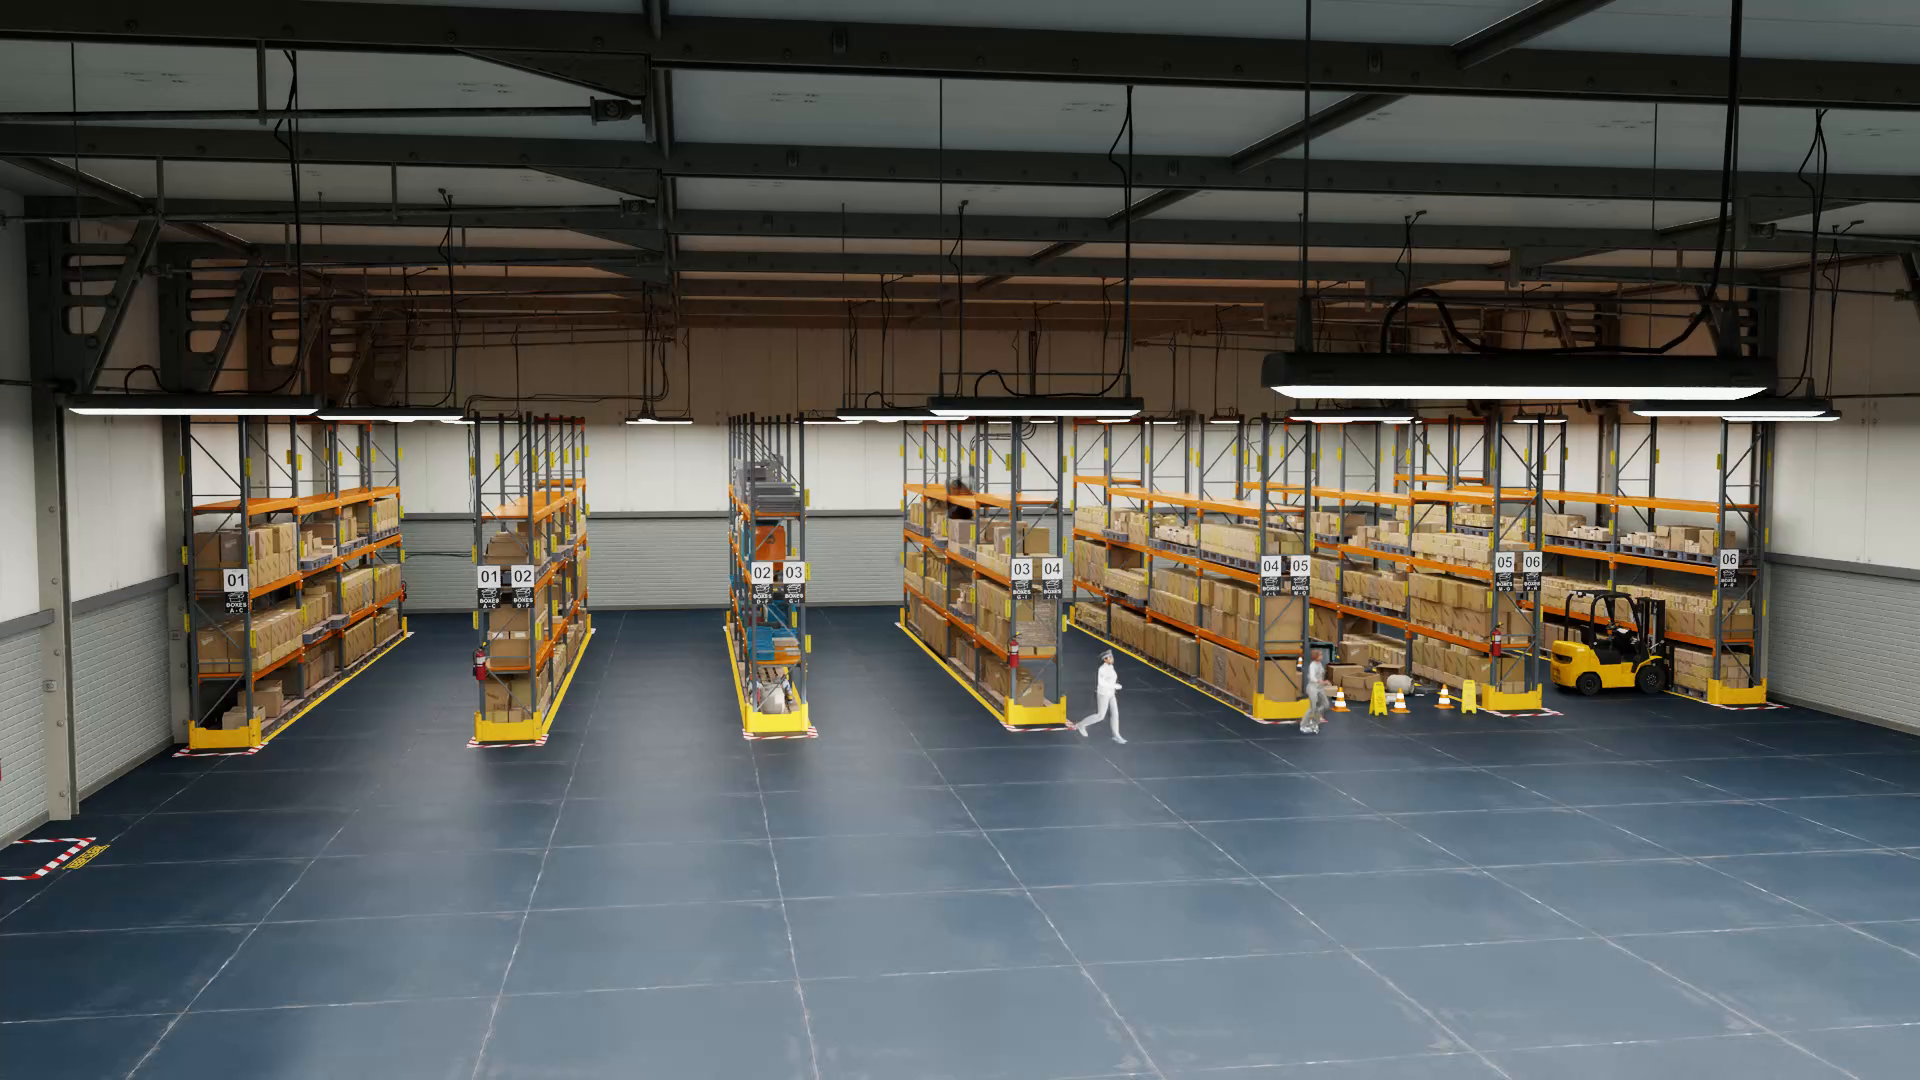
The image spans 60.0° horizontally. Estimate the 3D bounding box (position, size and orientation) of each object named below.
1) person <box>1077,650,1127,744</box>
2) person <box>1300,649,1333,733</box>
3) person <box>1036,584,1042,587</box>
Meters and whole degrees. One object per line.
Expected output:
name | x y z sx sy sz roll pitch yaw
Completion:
person | 2.598 2.829 30.196 0.917 1.707 0.594 2 4 26
person | 6.667 2.825 31.002 0.639 1.596 0.572 3 5 35
person | 2.159 1.607 47.902 0.710 1.833 0.815 1 4 9
